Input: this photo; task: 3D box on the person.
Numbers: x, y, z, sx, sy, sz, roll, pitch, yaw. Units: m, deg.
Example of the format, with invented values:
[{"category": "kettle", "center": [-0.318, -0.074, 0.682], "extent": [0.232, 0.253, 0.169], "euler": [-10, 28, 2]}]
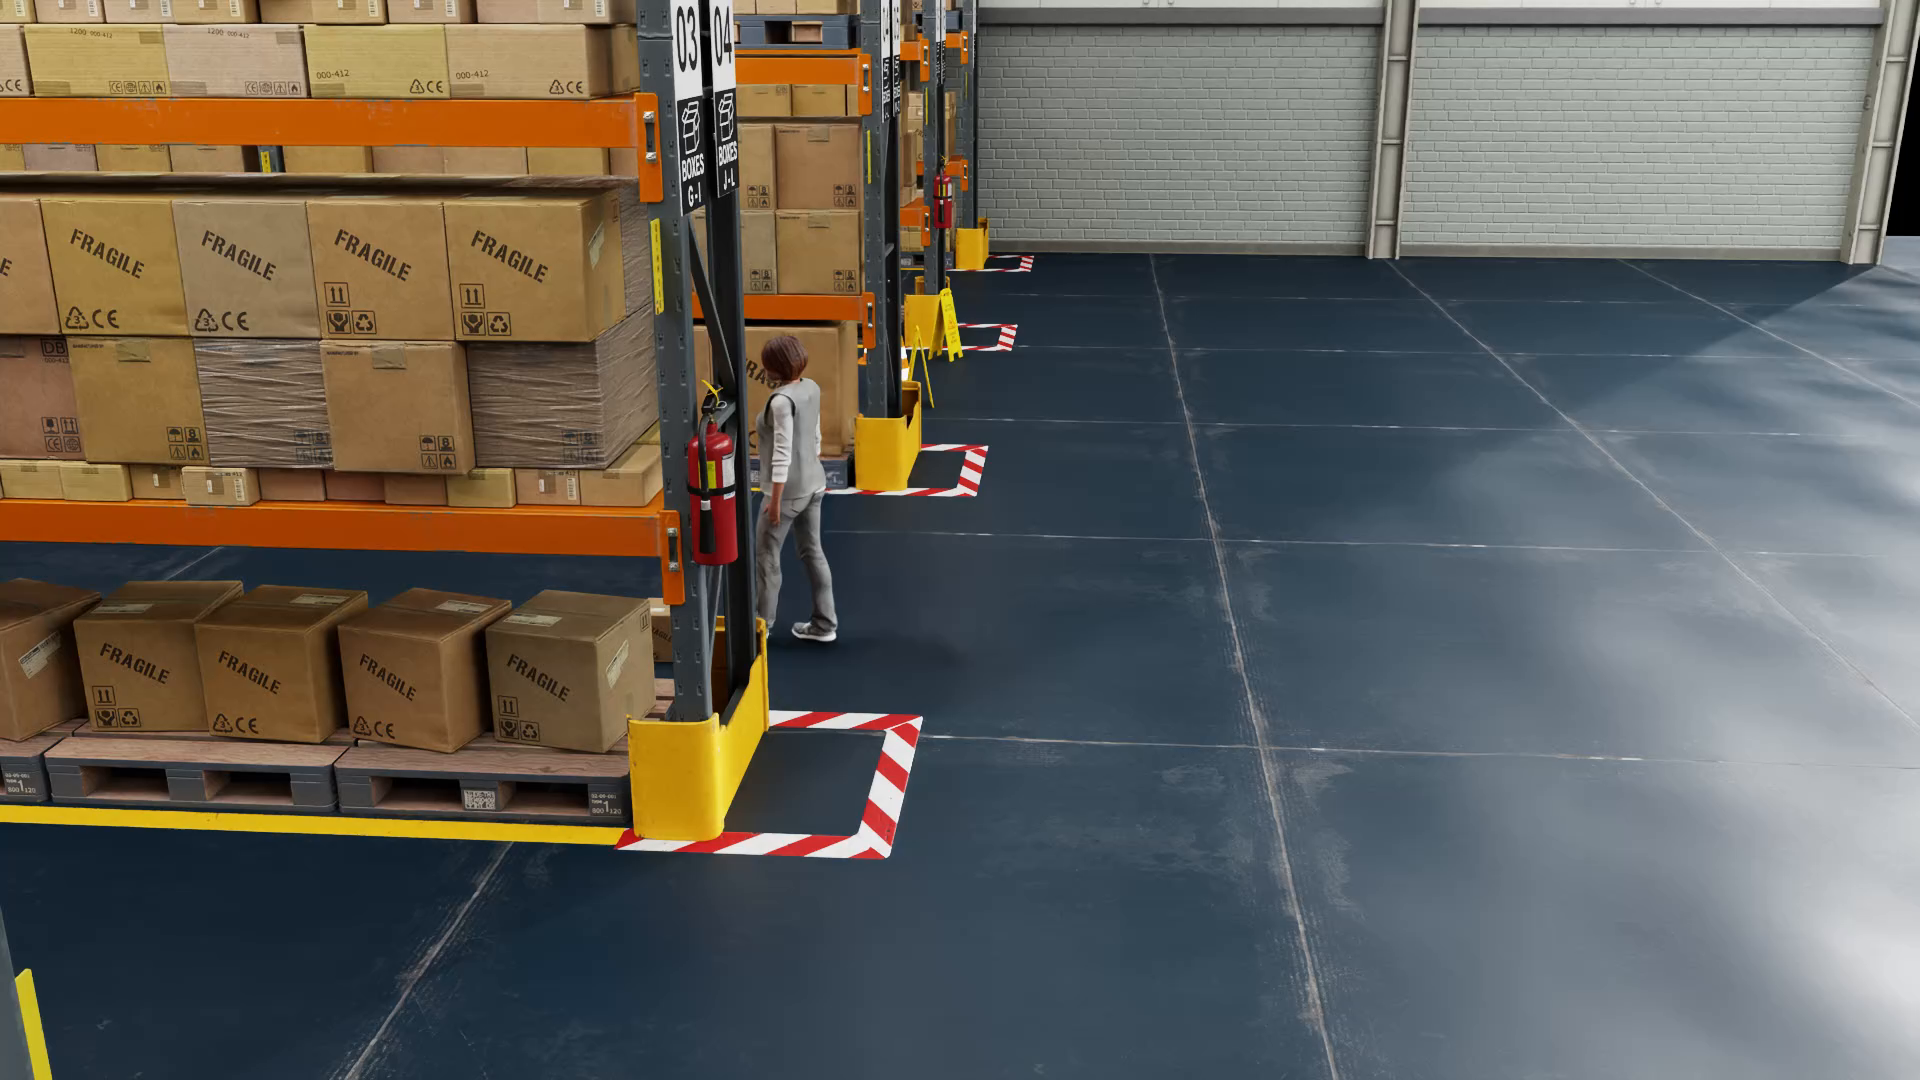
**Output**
[{"category": "person", "center": [-0.913, -0.251, 8.325], "extent": [0.619, 1.592, 0.449], "euler": [8, 19, 24]}]
